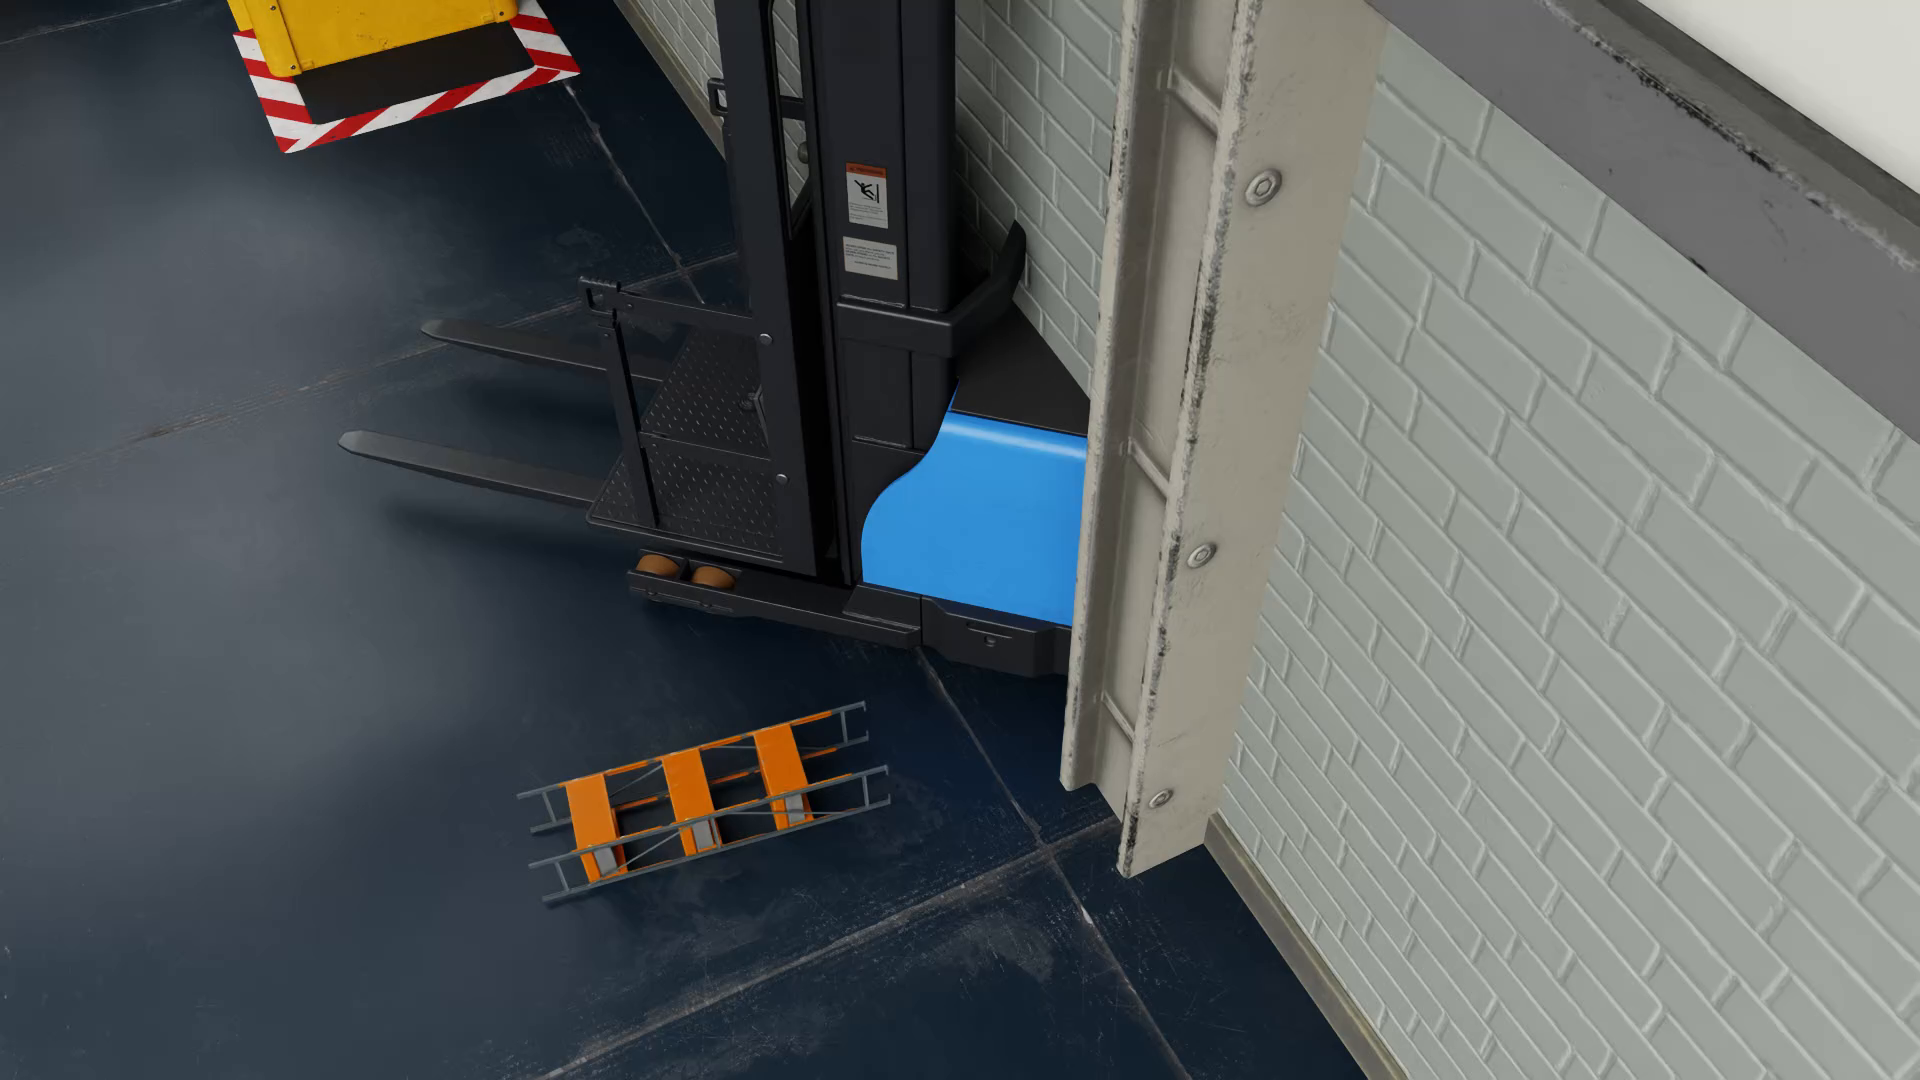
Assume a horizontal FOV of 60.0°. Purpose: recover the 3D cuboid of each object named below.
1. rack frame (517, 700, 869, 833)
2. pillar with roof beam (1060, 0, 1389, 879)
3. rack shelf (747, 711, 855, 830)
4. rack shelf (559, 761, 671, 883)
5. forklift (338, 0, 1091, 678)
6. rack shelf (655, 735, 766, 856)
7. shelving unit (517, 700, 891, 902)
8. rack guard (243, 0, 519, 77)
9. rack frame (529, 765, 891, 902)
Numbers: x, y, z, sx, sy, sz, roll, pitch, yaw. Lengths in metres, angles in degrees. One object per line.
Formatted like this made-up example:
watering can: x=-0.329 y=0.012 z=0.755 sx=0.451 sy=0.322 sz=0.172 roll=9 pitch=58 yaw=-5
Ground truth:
rack frame: x=-0.785 y=0.681 z=5.002 sx=1.050 sy=0.200 sz=0.008 roll=-14 pitch=49 yaw=-11
pillar with roof beam: x=-3.297 y=-0.669 z=0.357 sx=9.100 sy=9.000 sz=0.400 roll=-21 pitch=52 yaw=-18
rack shelf: x=-0.473 y=0.698 z=4.979 sx=0.259 sy=0.215 sz=0.240 roll=-14 pitch=49 yaw=-11
rack shelf: x=-1.008 y=0.833 z=4.872 sx=0.259 sy=0.215 sz=0.240 roll=-14 pitch=49 yaw=-11
forklift: x=-0.606 y=-1.090 z=4.756 sx=3.031 sy=2.935 sz=1.130 roll=12 pitch=50 yaw=10
rack shelf: x=-0.738 y=0.765 z=4.926 sx=0.259 sy=0.215 sz=0.240 roll=-14 pitch=49 yaw=-11
shelving unit: x=-0.748 y=0.767 z=4.924 sx=1.050 sy=0.215 sz=0.252 roll=-14 pitch=49 yaw=-11
rack guard: x=-2.687 y=-2.577 z=7.672 sx=1.175 sy=0.500 sz=0.348 roll=-21 pitch=52 yaw=-18
rack frame: x=-0.710 y=0.853 z=4.846 sx=1.050 sy=0.200 sz=0.008 roll=-14 pitch=49 yaw=-11
